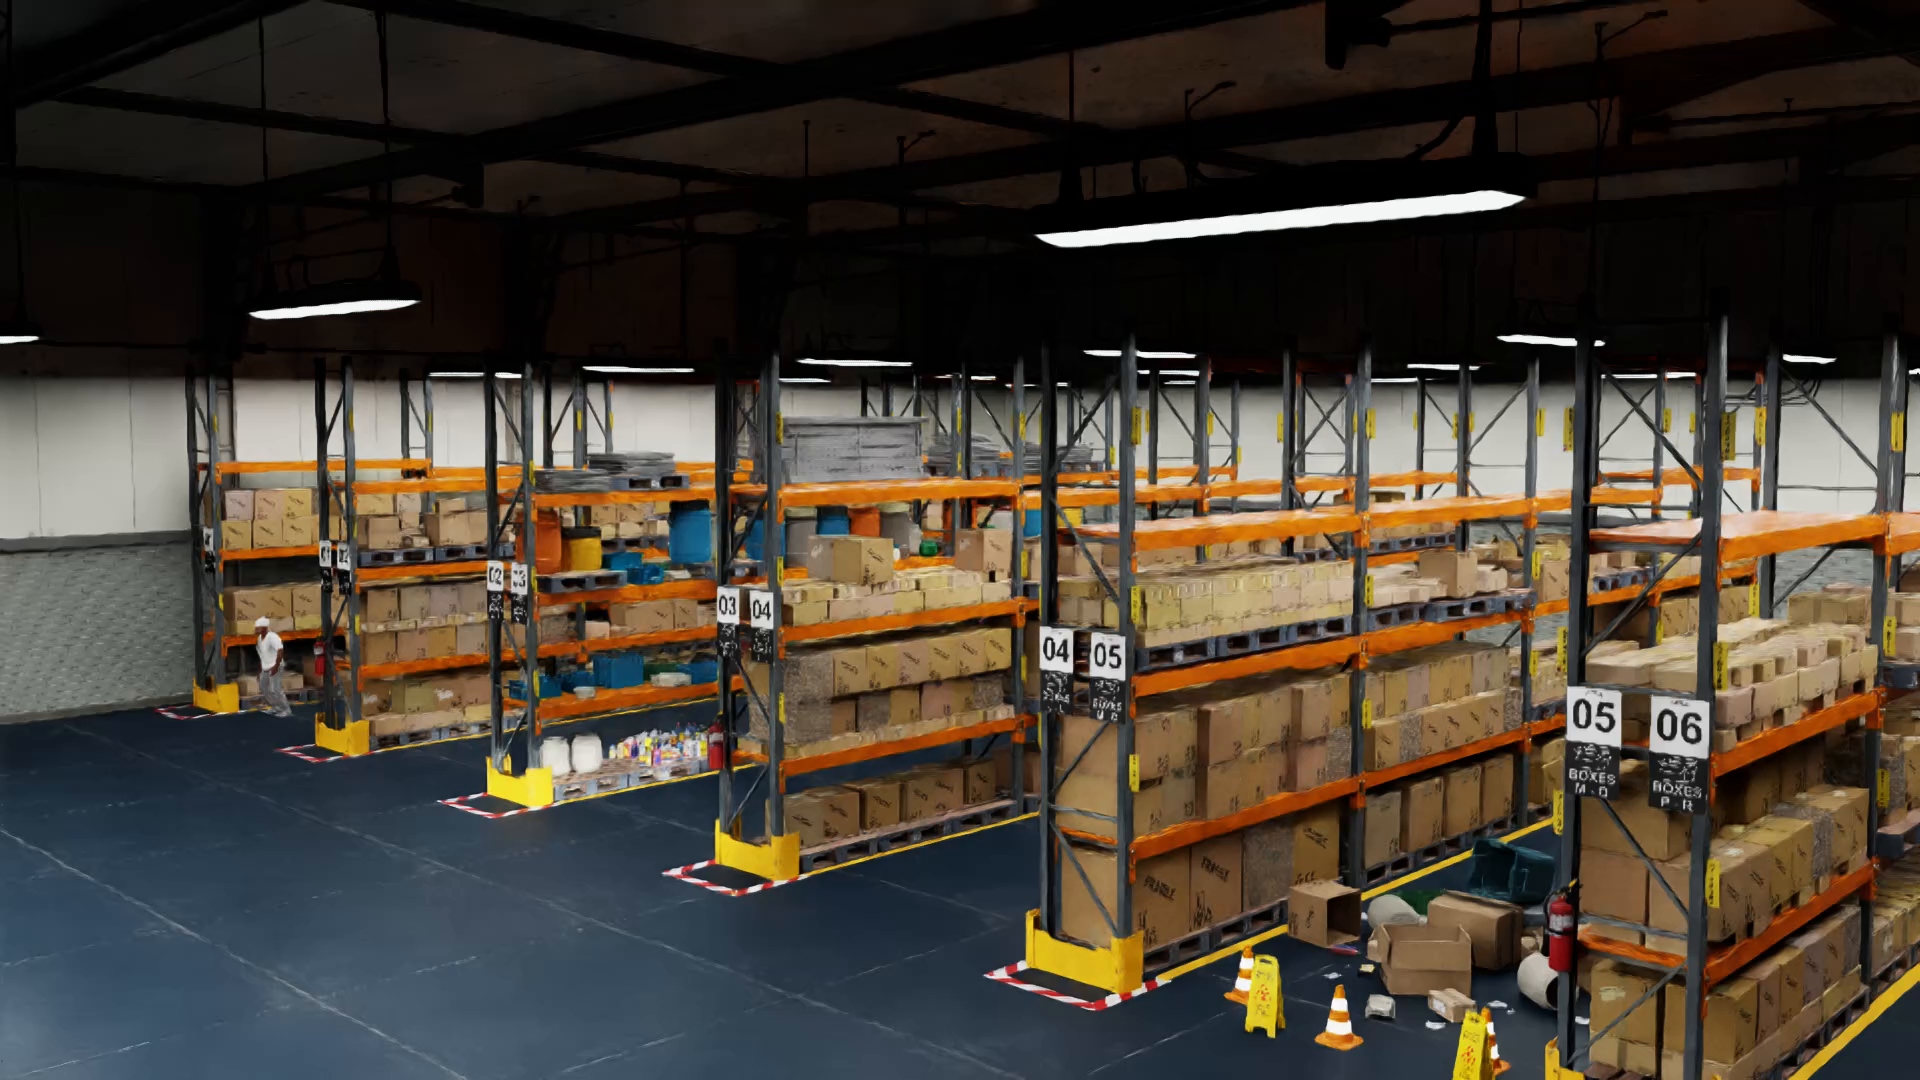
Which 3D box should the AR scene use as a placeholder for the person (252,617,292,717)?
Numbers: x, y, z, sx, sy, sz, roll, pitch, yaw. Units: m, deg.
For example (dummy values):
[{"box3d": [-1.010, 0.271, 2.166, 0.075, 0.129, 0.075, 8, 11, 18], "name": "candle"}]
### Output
[{"box3d": [-11.716, 2.153, 28.260, 0.719, 1.714, 0.578, 4, 6, 42], "name": "person"}]
